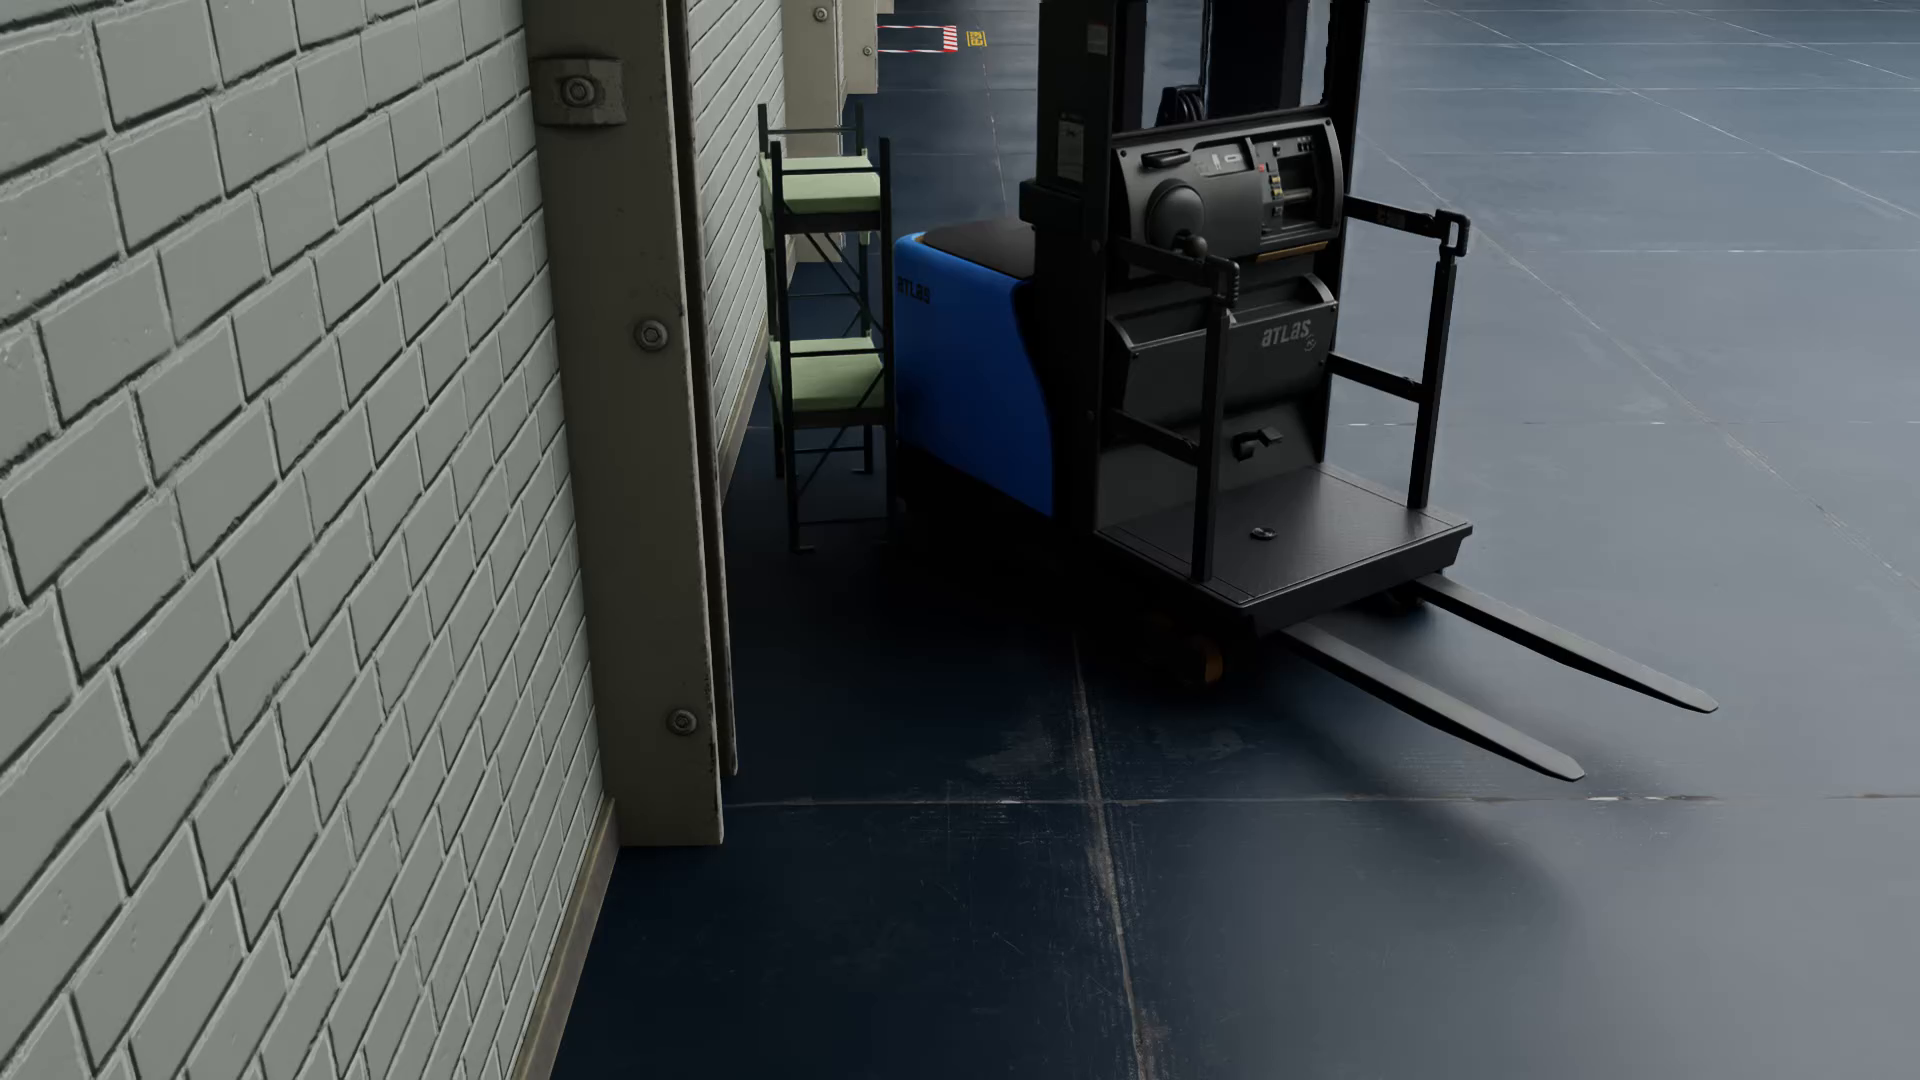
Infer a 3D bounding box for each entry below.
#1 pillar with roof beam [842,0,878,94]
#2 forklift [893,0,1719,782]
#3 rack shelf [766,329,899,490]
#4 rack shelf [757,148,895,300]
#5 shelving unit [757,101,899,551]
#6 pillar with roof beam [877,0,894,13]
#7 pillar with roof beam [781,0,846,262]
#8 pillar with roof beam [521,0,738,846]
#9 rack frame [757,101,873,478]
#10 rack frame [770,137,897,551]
[{"bbox_3d":[3.379,-8.330,13.748,9.100,9.000,0.400,0,24,-1],"label":"pillar with roof beam"},{"bbox_3d":[0.991,-1.094,5.113,1.130,2.935,3.031,-16,29,-32],"label":"forklift"},{"bbox_3d":[-0.496,-0.511,6.351,0.431,0.370,0.720,-4,25,-9],"label":"rack shelf"},{"bbox_3d":[-0.497,-1.164,6.055,0.431,0.370,0.720,-4,25,-9],"label":"rack shelf"},{"bbox_3d":[-0.496,-0.808,6.216,0.431,1.500,0.755,-4,25,-9],"label":"shelving unit"},{"bbox_3d":[3.314,-10.802,19.214,9.100,9.000,0.400,0,24,-1],"label":"pillar with roof beam"},{"bbox_3d":[3.445,-5.858,8.281,9.100,9.000,0.400,0,24,-1],"label":"pillar with roof beam"},{"bbox_3d":[3.510,-3.385,2.815,9.100,9.000,0.400,0,24,-1],"label":"pillar with roof beam"},{"bbox_3d":[-0.558,-0.957,6.545,0.400,1.500,0.023,-4,25,-9],"label":"rack frame"},{"bbox_3d":[-0.435,-0.659,5.888,0.400,1.500,0.023,-4,25,-9],"label":"rack frame"}]
